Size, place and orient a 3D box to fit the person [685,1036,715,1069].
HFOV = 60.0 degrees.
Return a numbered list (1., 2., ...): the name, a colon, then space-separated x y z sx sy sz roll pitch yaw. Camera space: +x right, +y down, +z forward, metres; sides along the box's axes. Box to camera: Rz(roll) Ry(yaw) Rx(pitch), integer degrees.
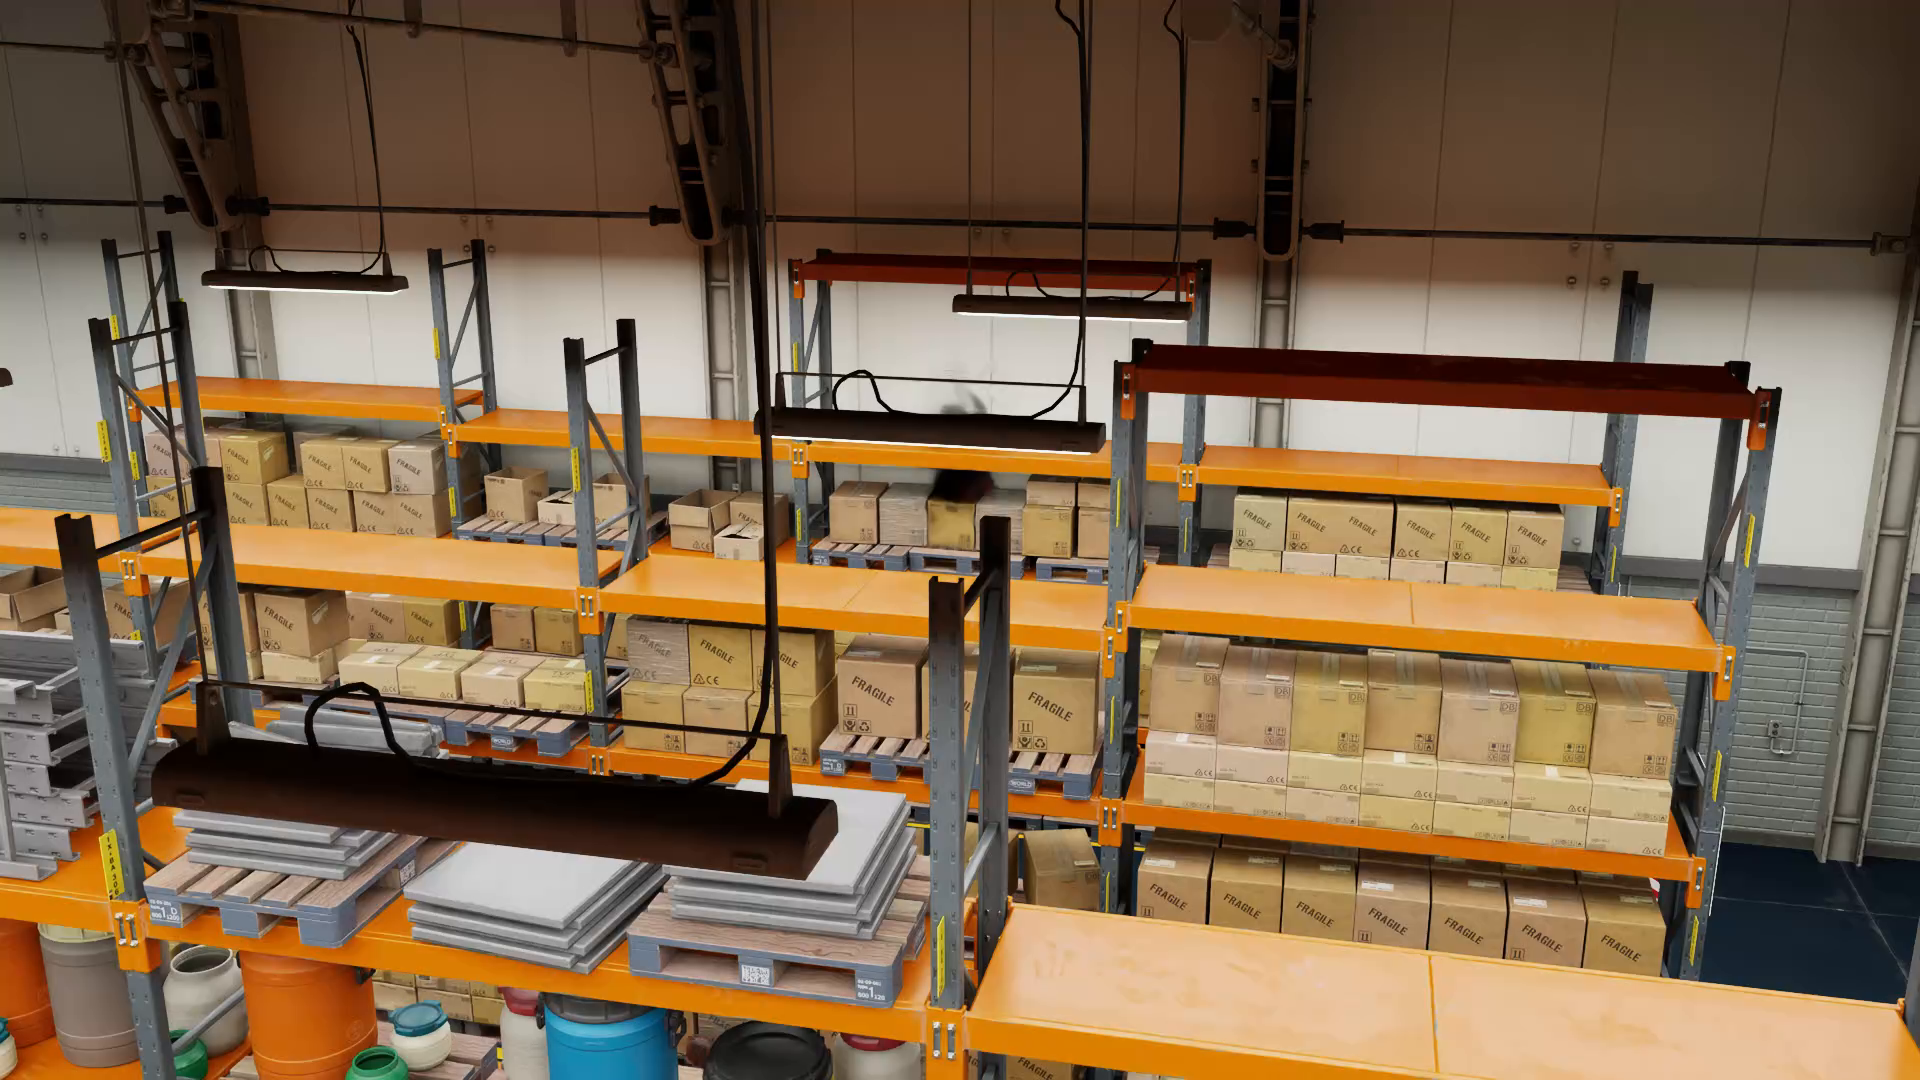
1. person: -1.749 4.107 11.399 0.833 1.587 0.539 1 16 5
